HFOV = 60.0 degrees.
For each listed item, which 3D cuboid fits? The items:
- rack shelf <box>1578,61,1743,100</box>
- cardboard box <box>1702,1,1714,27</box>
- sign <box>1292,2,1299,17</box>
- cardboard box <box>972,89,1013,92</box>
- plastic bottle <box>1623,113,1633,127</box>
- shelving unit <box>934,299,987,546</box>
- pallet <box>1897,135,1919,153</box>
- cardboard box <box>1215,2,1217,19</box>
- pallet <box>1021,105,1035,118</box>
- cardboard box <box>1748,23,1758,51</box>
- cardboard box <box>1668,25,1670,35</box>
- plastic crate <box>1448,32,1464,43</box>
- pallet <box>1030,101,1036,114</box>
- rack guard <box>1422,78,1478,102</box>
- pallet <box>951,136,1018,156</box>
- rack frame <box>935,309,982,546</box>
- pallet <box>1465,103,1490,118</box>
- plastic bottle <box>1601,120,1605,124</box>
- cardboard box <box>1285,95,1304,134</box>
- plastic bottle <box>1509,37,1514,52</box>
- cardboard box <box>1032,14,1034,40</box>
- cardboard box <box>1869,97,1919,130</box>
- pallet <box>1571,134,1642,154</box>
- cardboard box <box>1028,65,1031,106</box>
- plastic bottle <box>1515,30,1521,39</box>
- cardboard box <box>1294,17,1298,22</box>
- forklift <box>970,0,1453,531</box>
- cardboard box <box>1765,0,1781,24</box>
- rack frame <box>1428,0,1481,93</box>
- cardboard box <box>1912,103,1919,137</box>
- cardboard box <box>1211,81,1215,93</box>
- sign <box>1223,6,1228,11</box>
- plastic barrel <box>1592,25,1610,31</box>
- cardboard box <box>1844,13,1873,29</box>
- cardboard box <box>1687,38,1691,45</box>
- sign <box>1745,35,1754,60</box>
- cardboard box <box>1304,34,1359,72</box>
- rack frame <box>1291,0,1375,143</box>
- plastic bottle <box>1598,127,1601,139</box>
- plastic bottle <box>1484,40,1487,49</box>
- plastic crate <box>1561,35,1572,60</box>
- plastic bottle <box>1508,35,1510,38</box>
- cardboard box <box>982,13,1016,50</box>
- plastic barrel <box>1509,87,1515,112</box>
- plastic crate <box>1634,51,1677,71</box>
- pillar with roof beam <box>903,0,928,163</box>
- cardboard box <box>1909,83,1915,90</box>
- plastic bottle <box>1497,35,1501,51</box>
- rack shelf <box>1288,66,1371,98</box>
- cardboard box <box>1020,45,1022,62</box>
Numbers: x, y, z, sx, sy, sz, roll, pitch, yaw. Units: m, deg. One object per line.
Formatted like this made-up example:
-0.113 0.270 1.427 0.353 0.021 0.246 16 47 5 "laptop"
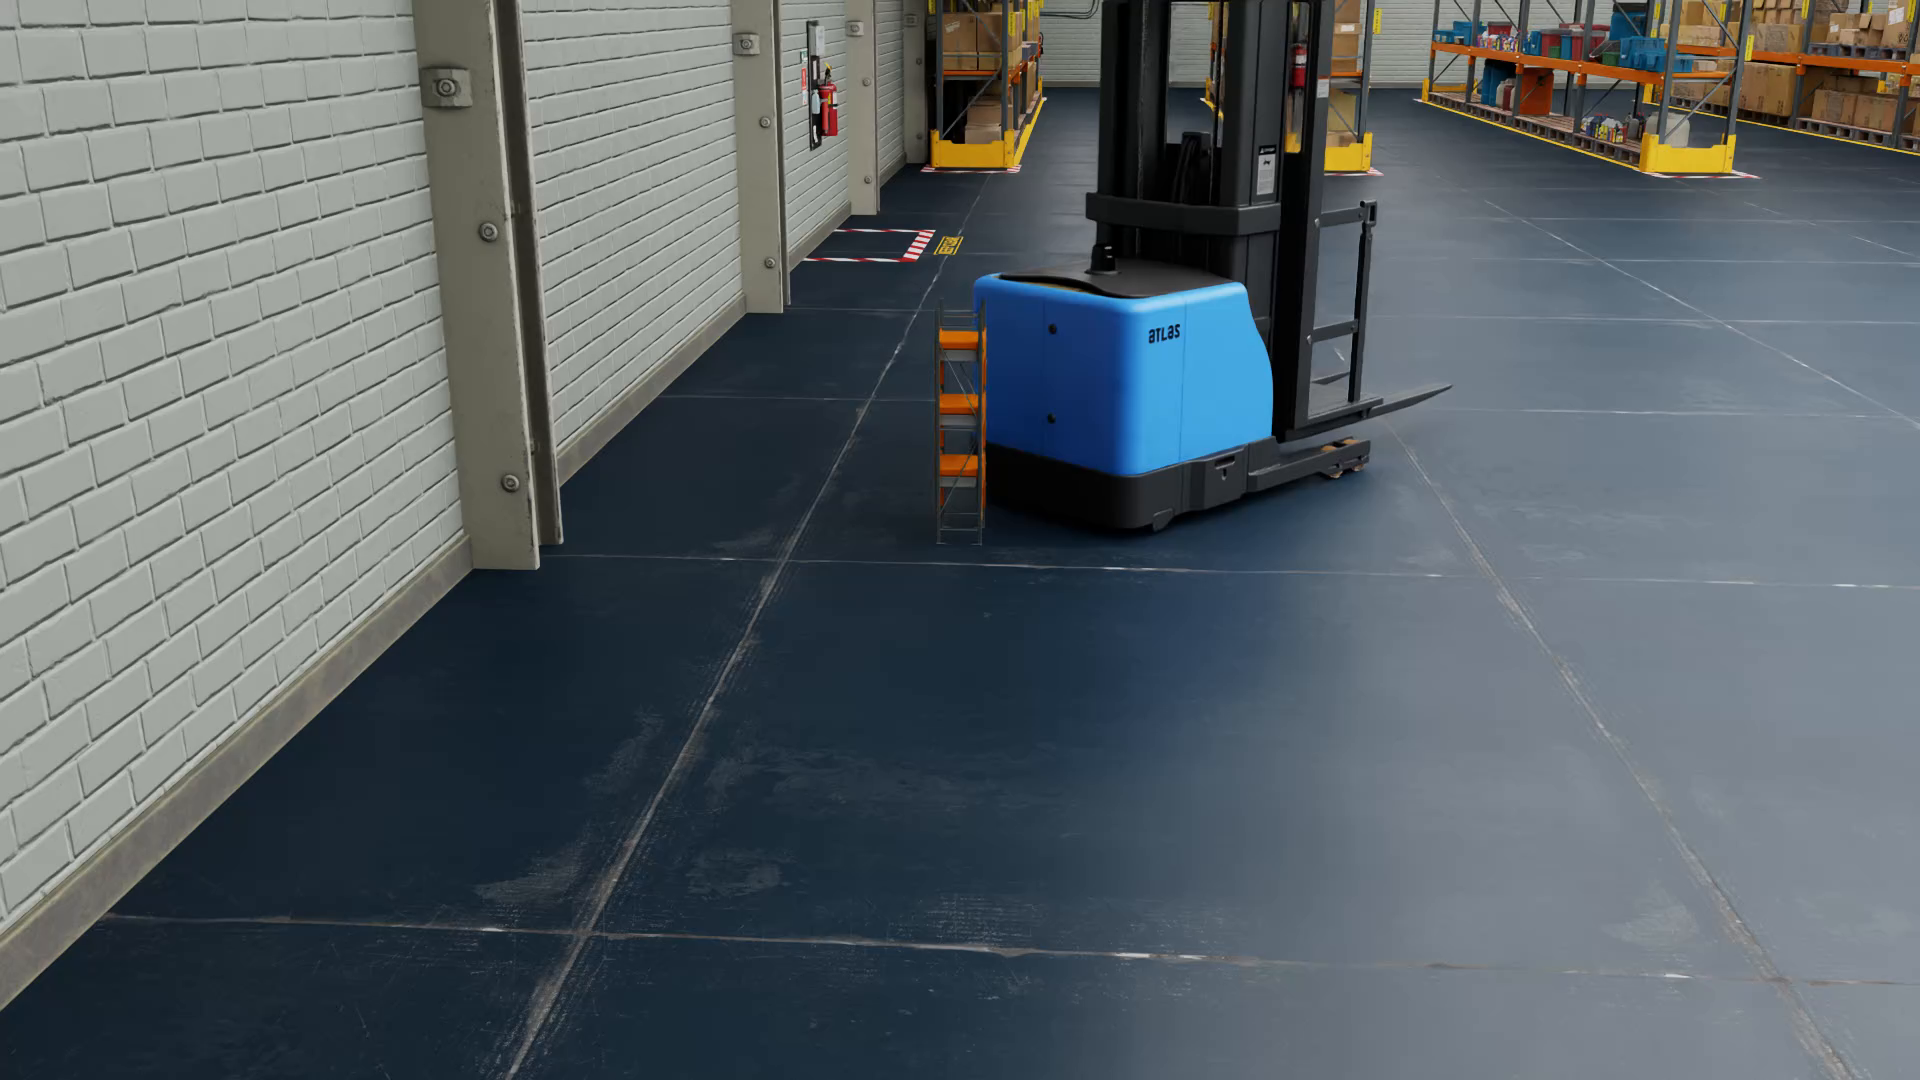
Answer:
10.195 -6.776 24.440 1.077 0.370 4.000 1 18 4 "rack shelf"
15.658 -10.844 34.258 0.500 0.500 0.500 1 18 4 "cardboard box"
4.571 -7.287 22.606 0.100 0.325 0.005 1 18 4 "sign"
0.583 -7.686 29.371 0.700 0.500 0.500 1 18 4 "cardboard box"
10.436 -6.486 25.947 0.144 0.351 0.185 1 18 4 "plastic bottle"
0.004 -0.516 7.310 0.215 1.050 0.252 1 18 4 "shelving unit"
15.265 -6.094 25.681 1.003 0.211 1.213 1 18 4 "pallet"
5.933 -11.806 36.869 0.500 0.500 0.500 1 18 4 "cardboard box"
0.965 -8.498 33.019 1.003 0.211 1.213 1 18 4 "pallet"
15.498 -9.712 32.083 0.500 0.500 0.500 1 18 3 "cardboard box"
15.804 -11.121 36.307 0.500 0.250 0.500 1 18 3 "cardboard box"
10.736 -10.843 35.870 0.416 0.233 0.300 1 18 4 "plastic crate"
1.050 -8.878 34.179 1.003 0.211 1.213 1 18 4 "pallet"
11.187 -10.286 38.010 1.175 0.500 0.348 1 18 4 "rack guard"
0.359 -6.046 25.534 1.003 0.211 1.213 1 18 4 "pallet"
-0.005 -0.478 7.195 0.200 1.050 0.008 1 18 4 "rack frame"
10.815 -8.660 33.512 1.003 0.211 1.213 1 18 4 "pallet"
9.879 -6.305 25.522 0.097 0.271 0.097 0 18 0 "plastic bottle"
4.853 -6.031 23.548 0.500 0.500 0.500 1 18 4 "cardboard box"
10.285 -9.223 30.959 0.097 0.271 0.097 0 18 0 "plastic bottle"
1.222 -10.335 33.477 0.500 0.500 0.500 1 18 4 "cardboard box"
15.397 -6.987 27.238 0.700 0.500 0.500 1 18 4 "cardboard box"
10.248 -6.206 26.024 1.003 0.211 1.213 1 18 4 "pallet"
0.996 -8.878 32.477 0.750 0.750 0.750 1 18 4 "cardboard box"
11.015 -9.853 32.755 0.144 0.351 0.185 1 18 4 "plastic bottle"
5.229 -7.753 24.024 0.700 0.500 0.500 1 18 4 "cardboard box"
1.457 -1.804 8.222 3.031 2.935 1.130 -17 24 -41 "forklift"
15.725 -10.032 31.451 0.797 0.503 0.637 2 18 6 "cardboard box"
11.198 -11.466 37.597 1.000 3.000 0.127 1 18 4 "rack frame"
15.210 -6.517 25.833 0.500 0.500 0.500 1 18 2 "cardboard box"
5.900 -10.162 37.328 0.500 0.250 0.500 1 18 4 "cardboard box"
5.429 -10.756 34.042 0.100 0.325 0.005 1 18 4 "sign"
10.678 -8.323 27.790 0.433 0.535 0.433 0 18 0 "plastic barrel"
15.626 -8.773 28.546 0.700 0.500 0.500 4 19 12 "cardboard box"
15.658 -10.574 35.278 0.380 0.149 0.250 2 18 5 "cardboard box"
10.600 -6.614 22.347 0.100 0.325 0.005 1 18 4 "sign"
5.157 -6.800 23.199 0.700 0.500 0.500 1 18 4 "cardboard box"
5.111 -6.608 22.773 1.000 3.000 0.127 1 18 4 "rack frame"
9.809 -6.231 25.408 0.097 0.201 0.097 0 18 0 "plastic bottle"
10.429 -9.814 32.877 0.097 0.201 0.097 0 18 0 "plastic bottle"
10.107 -8.081 27.293 0.392 0.384 0.575 1 18 4 "plastic crate"
10.467 -9.470 31.694 0.061 0.283 0.133 1 18 4 "plastic bottle"
0.549 -7.307 23.910 0.500 0.500 0.500 1 18 4 "cardboard box"
10.594 -8.328 31.343 0.421 0.512 0.421 0 18 0 "plastic barrel"
9.841 -6.790 23.565 0.499 0.251 0.408 1 18 4 "plastic crate"
3.651 -9.709 22.602 9.100 9.000 0.400 1 18 4 "pillar with roof beam"
20.653 -9.803 35.950 0.380 0.149 0.250 2 18 6 "cardboard box"
10.333 -9.515 31.830 0.061 0.283 0.133 1 18 4 "plastic bottle"
5.254 -6.888 24.781 1.077 0.370 4.000 1 18 4 "rack shelf"
0.725 -7.744 26.449 0.500 0.250 0.500 1 18 4 "cardboard box"
